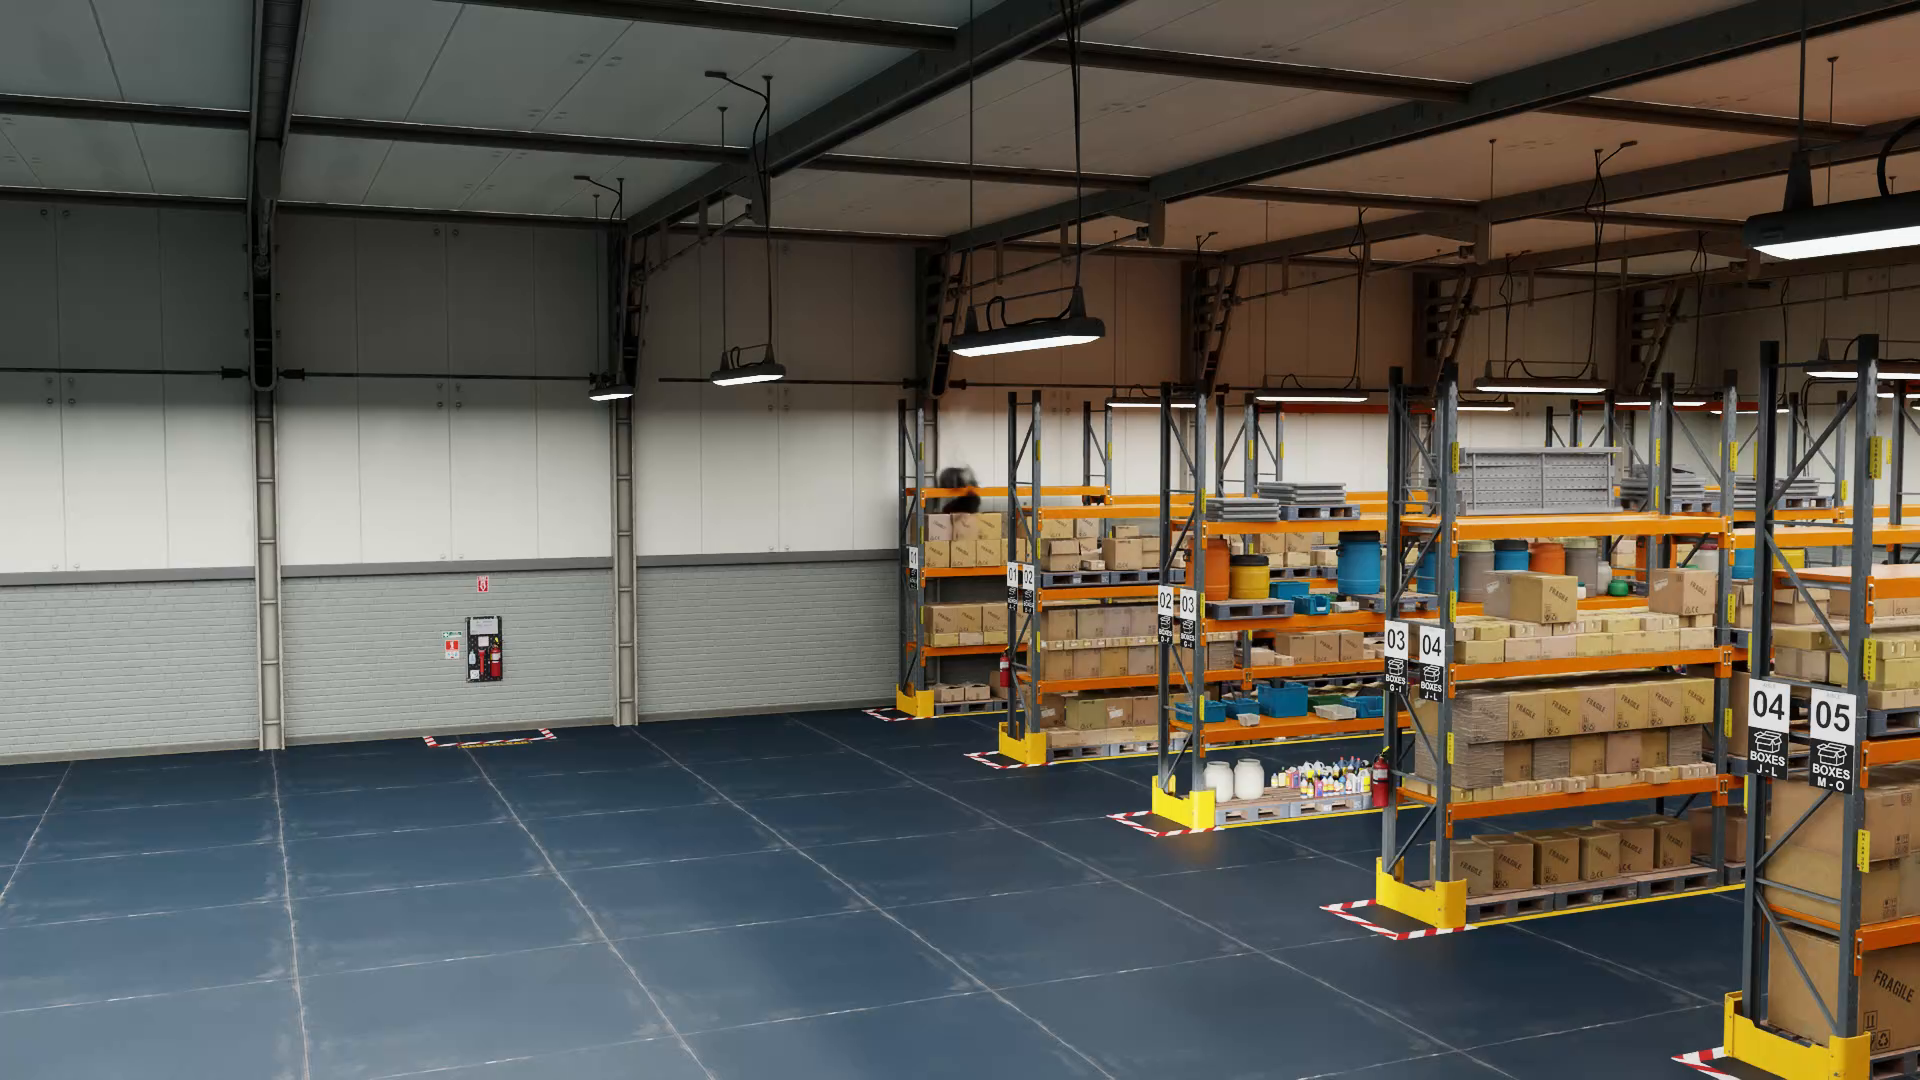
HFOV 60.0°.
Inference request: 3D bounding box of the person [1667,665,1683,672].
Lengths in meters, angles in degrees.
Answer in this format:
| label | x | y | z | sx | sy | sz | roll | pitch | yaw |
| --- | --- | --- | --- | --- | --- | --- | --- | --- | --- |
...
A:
| label | x | y | z | sx | sy | sz | roll | pitch | yaw |
| --- | --- | --- | --- | --- | --- | --- | --- | --- | --- |
| person | 12.274 | 2.623 | 28.999 | 0.887 | 1.696 | 0.529 | -2 | 4 | -24 |
